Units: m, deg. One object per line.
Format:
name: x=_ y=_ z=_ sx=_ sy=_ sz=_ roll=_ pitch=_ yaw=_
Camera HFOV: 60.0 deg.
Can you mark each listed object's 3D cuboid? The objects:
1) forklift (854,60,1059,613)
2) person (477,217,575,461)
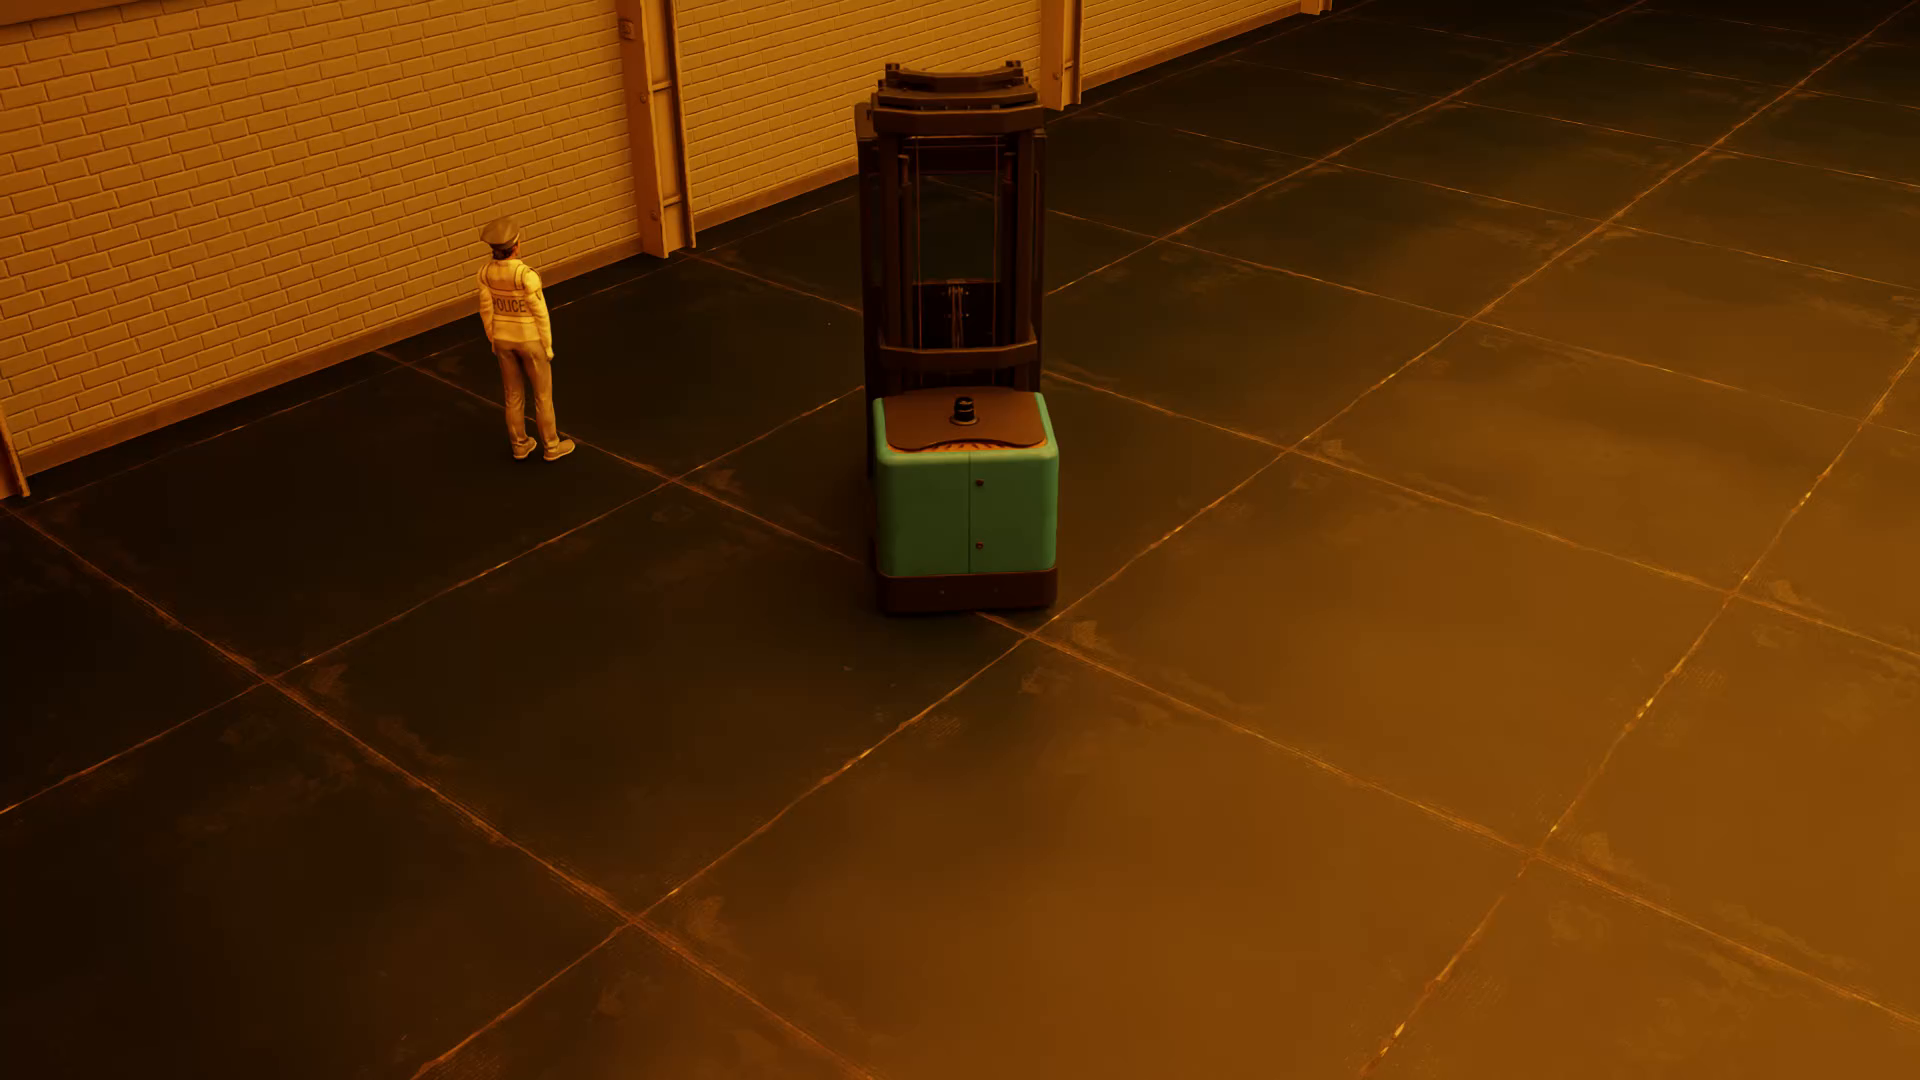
forklift: x=-0.066 y=-1.559 z=10.264 sx=1.130 sy=2.935 sz=3.031 roll=-2 pitch=30 yaw=-4
person: x=-2.928 y=-1.327 z=11.099 sx=0.461 sy=1.693 sz=0.341 roll=6 pitch=31 yaw=11
